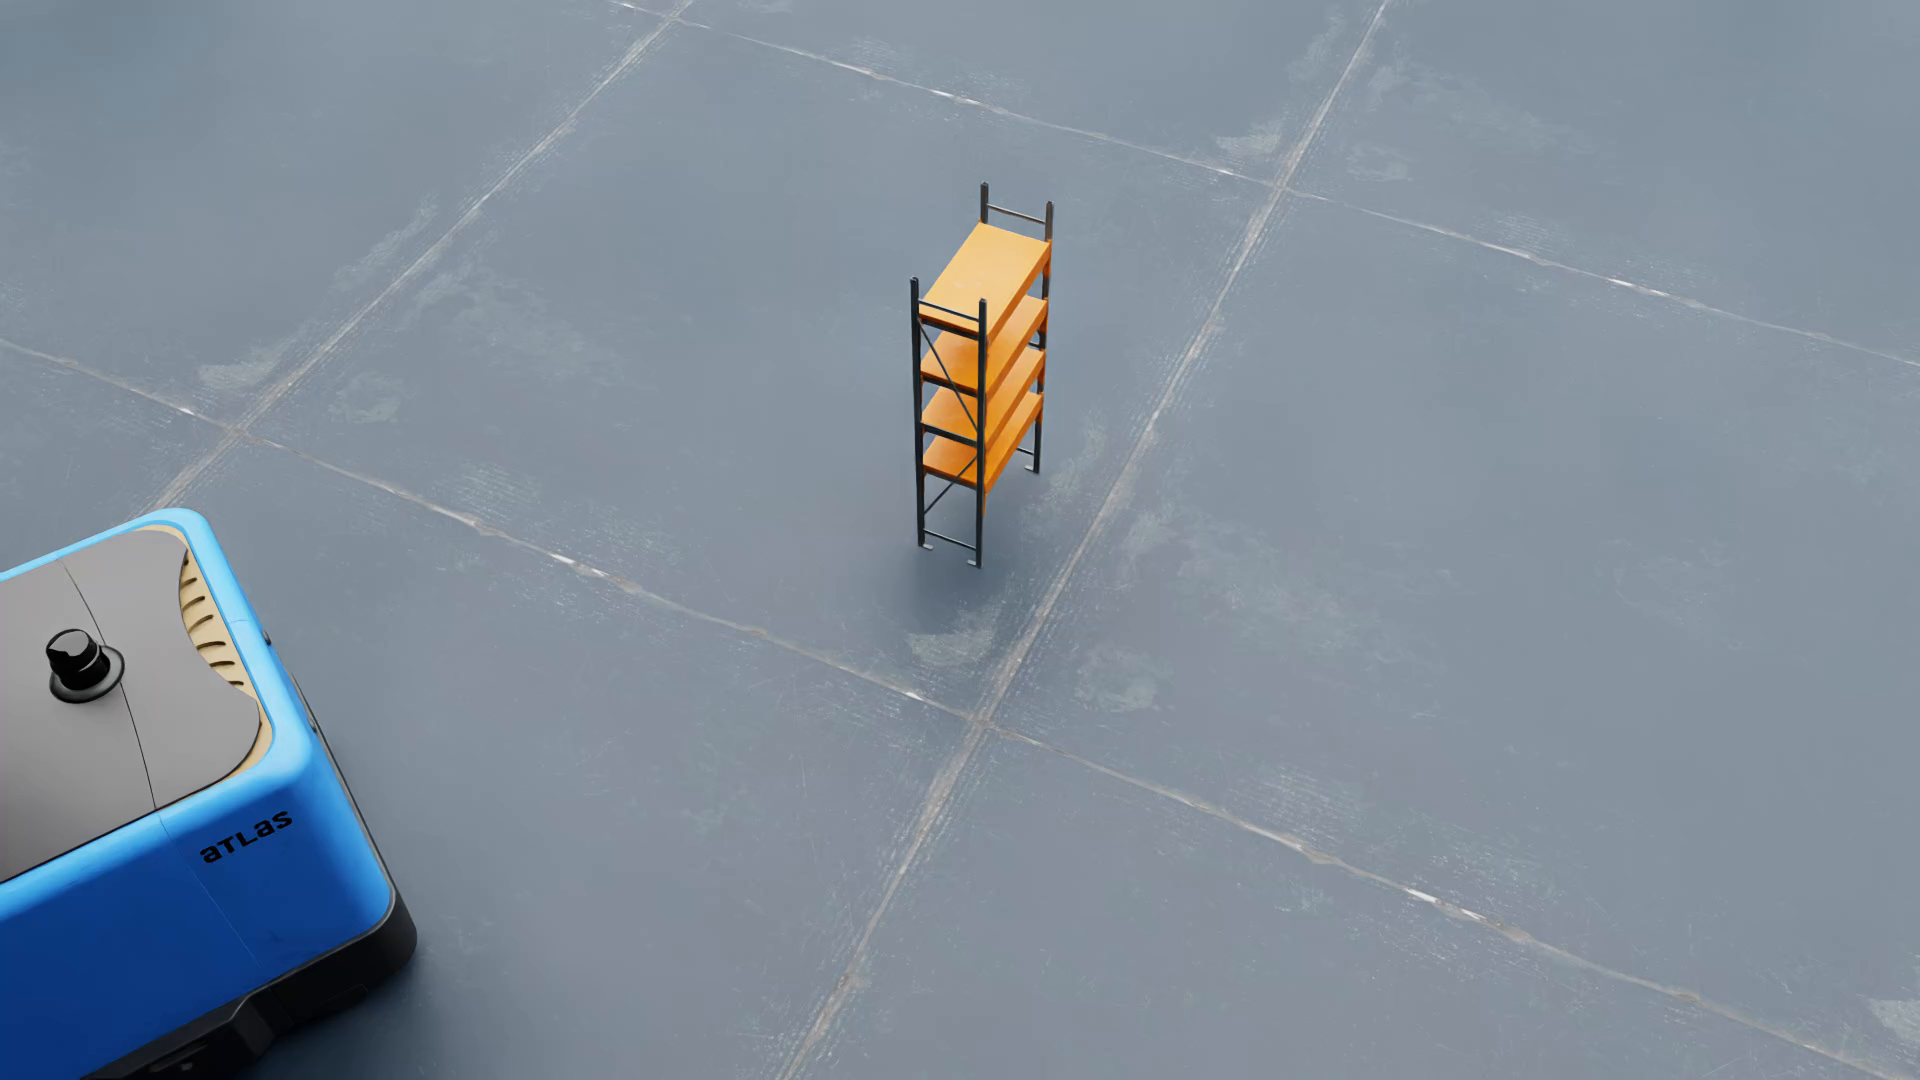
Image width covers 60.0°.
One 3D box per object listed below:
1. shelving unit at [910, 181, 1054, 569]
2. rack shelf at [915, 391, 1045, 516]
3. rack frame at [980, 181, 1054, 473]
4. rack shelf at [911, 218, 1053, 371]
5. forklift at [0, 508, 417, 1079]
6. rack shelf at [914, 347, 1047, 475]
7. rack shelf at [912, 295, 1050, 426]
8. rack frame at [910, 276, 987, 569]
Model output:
[{"bbox_3d":[0.071,-0.503,5.390,0.258,1.200,0.503,20,52,16],"label":"shelving unit"},{"bbox_3d":[0.071,-0.331,5.592,0.258,0.148,0.480,20,52,16],"label":"rack shelf"},{"bbox_3d":[0.175,-0.671,5.533,0.240,1.200,0.015,20,52,16],"label":"rack frame"},{"bbox_3d":[0.071,-0.757,5.091,0.258,0.148,0.480,20,52,16],"label":"rack shelf"},{"bbox_3d":[-3.046,0.555,3.354,3.031,2.935,1.130,-26,54,-21],"label":"forklift"},{"bbox_3d":[0.071,-0.459,5.441,0.258,0.148,0.480,20,52,16],"label":"rack shelf"},{"bbox_3d":[0.071,-0.604,5.271,0.258,0.148,0.480,20,52,16],"label":"rack shelf"},{"bbox_3d":[-0.034,-0.335,5.247,0.240,1.200,0.015,20,52,16],"label":"rack frame"}]
